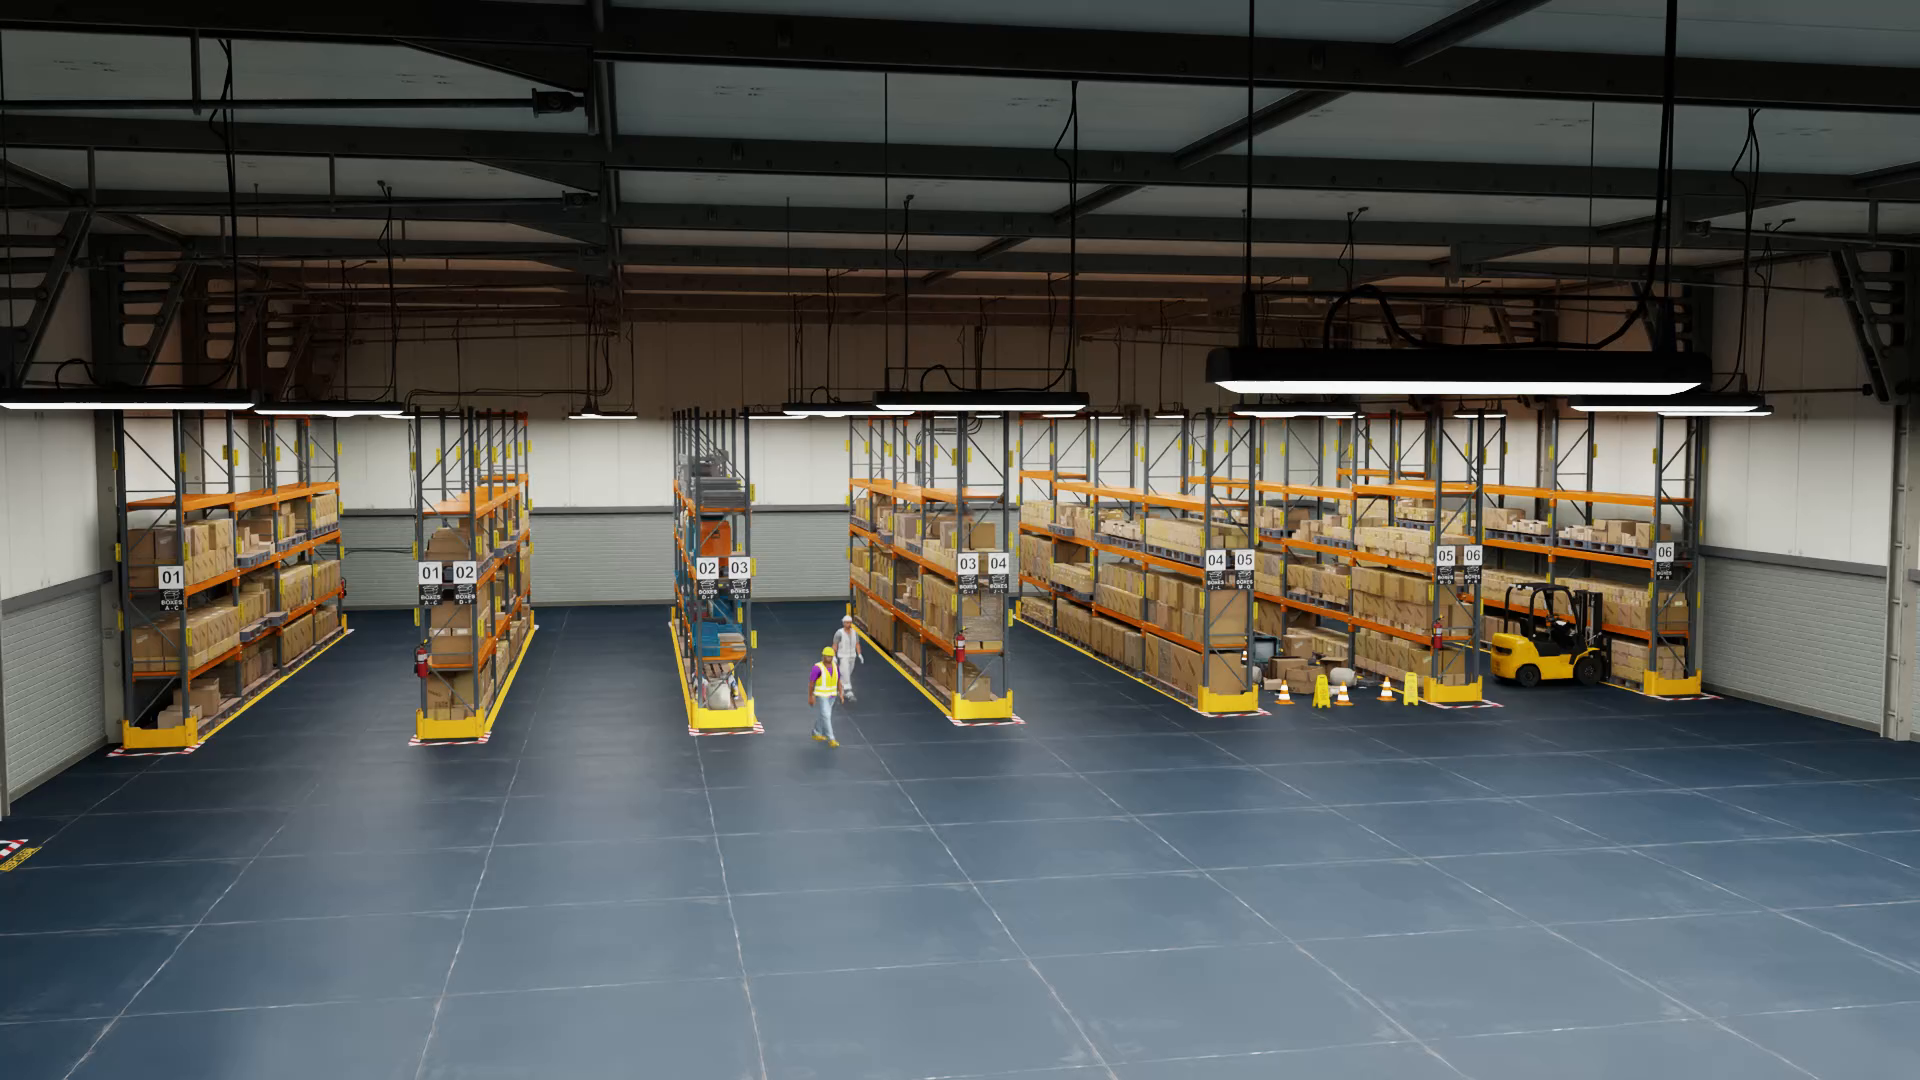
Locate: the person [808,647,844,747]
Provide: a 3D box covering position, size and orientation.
[{"bbox_3d":[-2.332,2.744,29.405,0.997,1.709,0.591,4,6,43],"label":"person"}]

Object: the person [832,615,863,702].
[{"bbox_3d":[-2.262,2.407,33.991,0.559,1.731,1.040,-3,5,-40],"label":"person"}]
